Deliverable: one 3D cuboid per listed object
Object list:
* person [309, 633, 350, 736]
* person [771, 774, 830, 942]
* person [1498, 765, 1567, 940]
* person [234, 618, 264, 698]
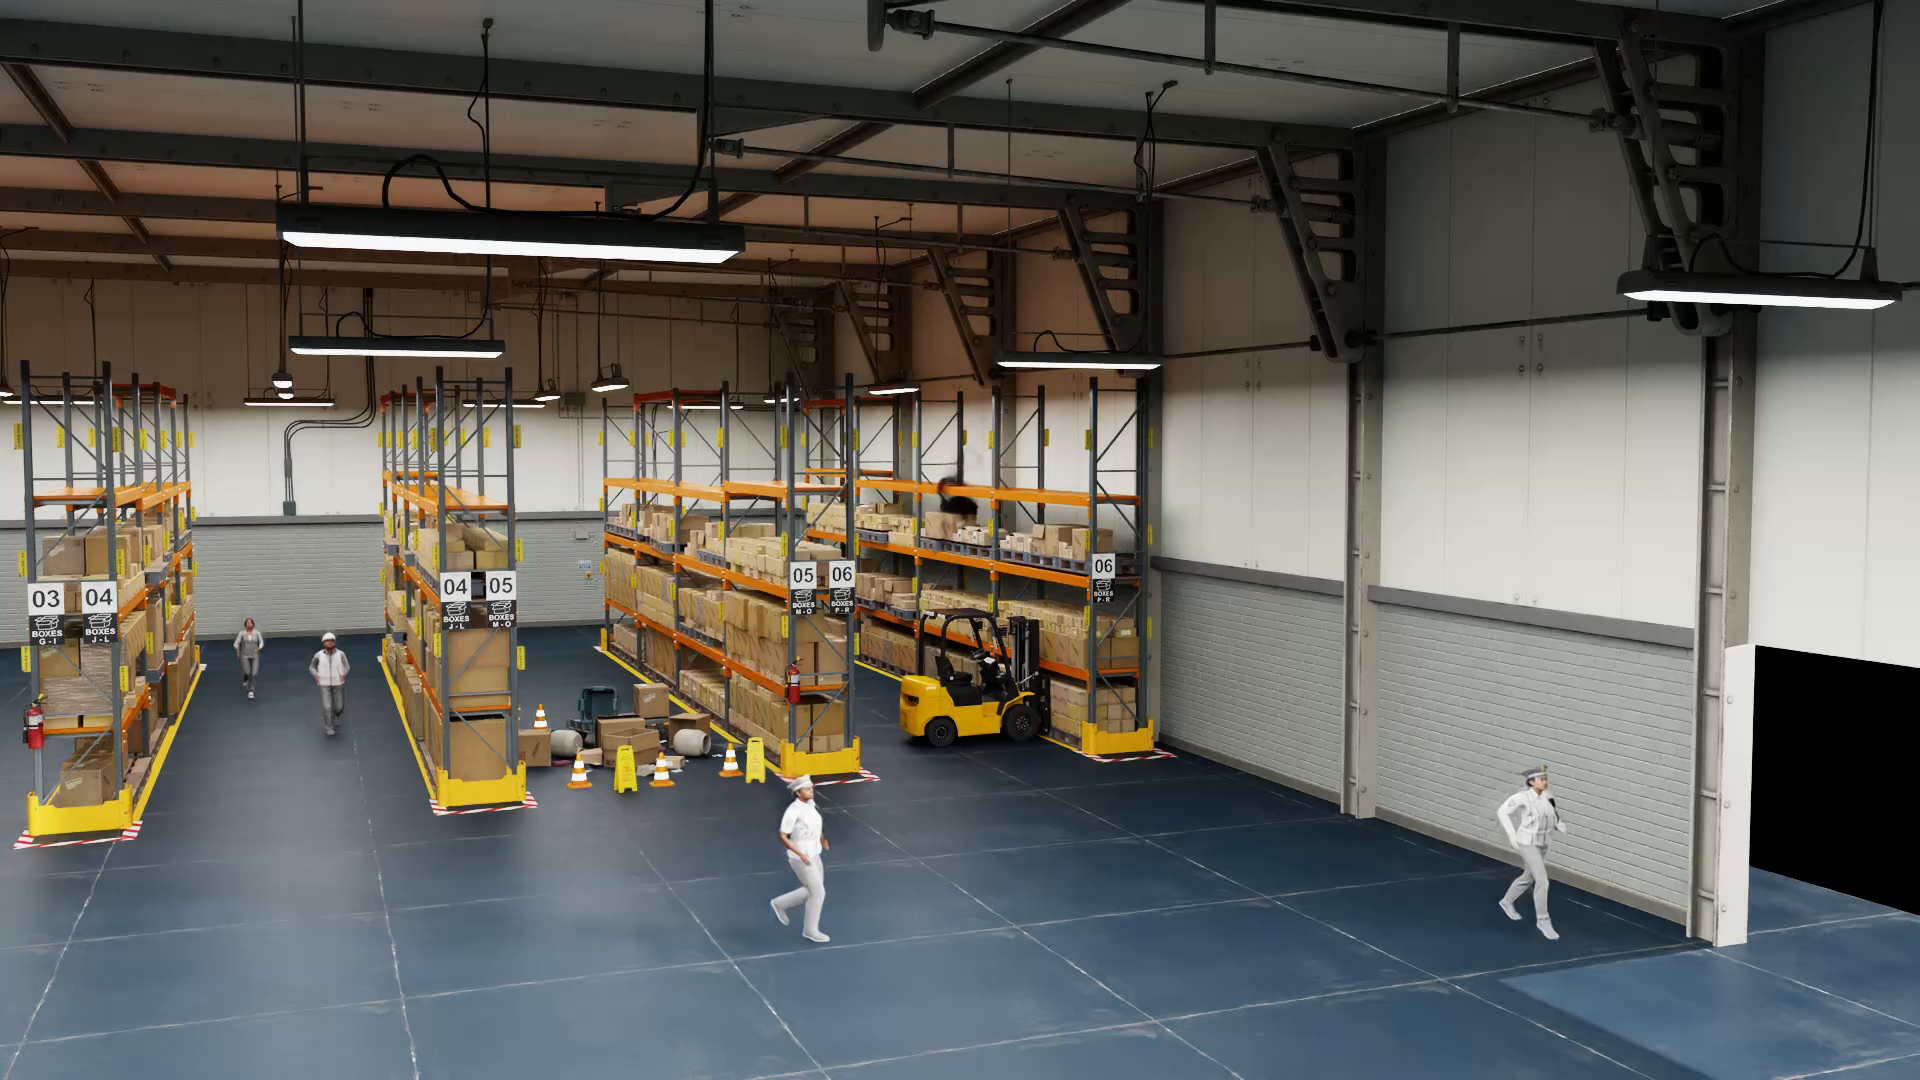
[{"bbox_3d":[-10.713,2.440,28.267,0.659,1.722,0.614,-2,4,-26],"label":"person"},{"bbox_3d":[-1.612,3.173,16.706,0.647,1.687,0.576,1,4,19],"label":"person"},{"bbox_3d":[5.848,3.133,16.992,0.605,1.729,0.813,-2,4,-34],"label":"person"},{"bbox_3d":[-13.794,2.290,32.299,0.536,1.554,0.544,-2,4,-28],"label":"person"}]
